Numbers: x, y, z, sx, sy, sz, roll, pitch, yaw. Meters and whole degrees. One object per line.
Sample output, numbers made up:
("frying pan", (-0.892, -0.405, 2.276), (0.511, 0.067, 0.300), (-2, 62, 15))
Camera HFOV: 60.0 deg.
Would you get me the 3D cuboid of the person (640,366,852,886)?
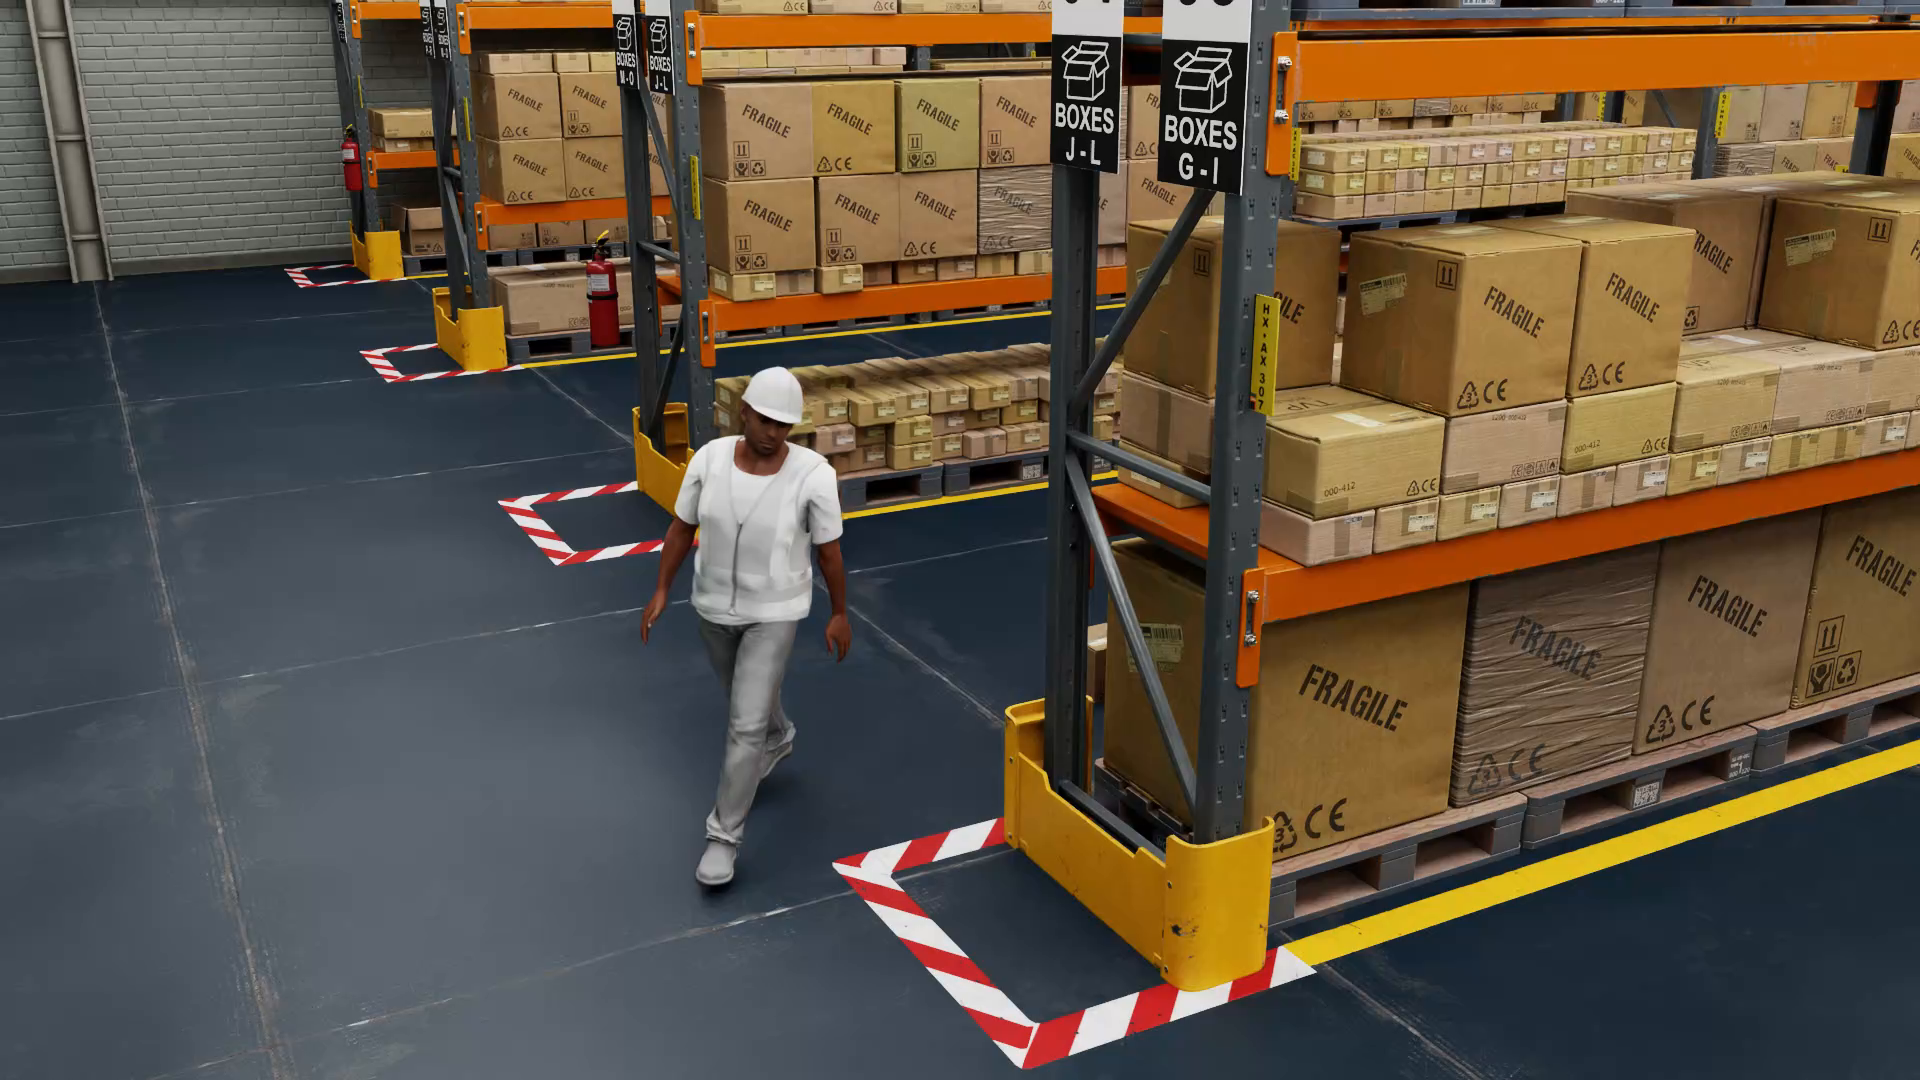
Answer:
("person", (-0.763, 0.240, 5.822), (0.671, 1.719, 1.001), (6, 19, 19))
